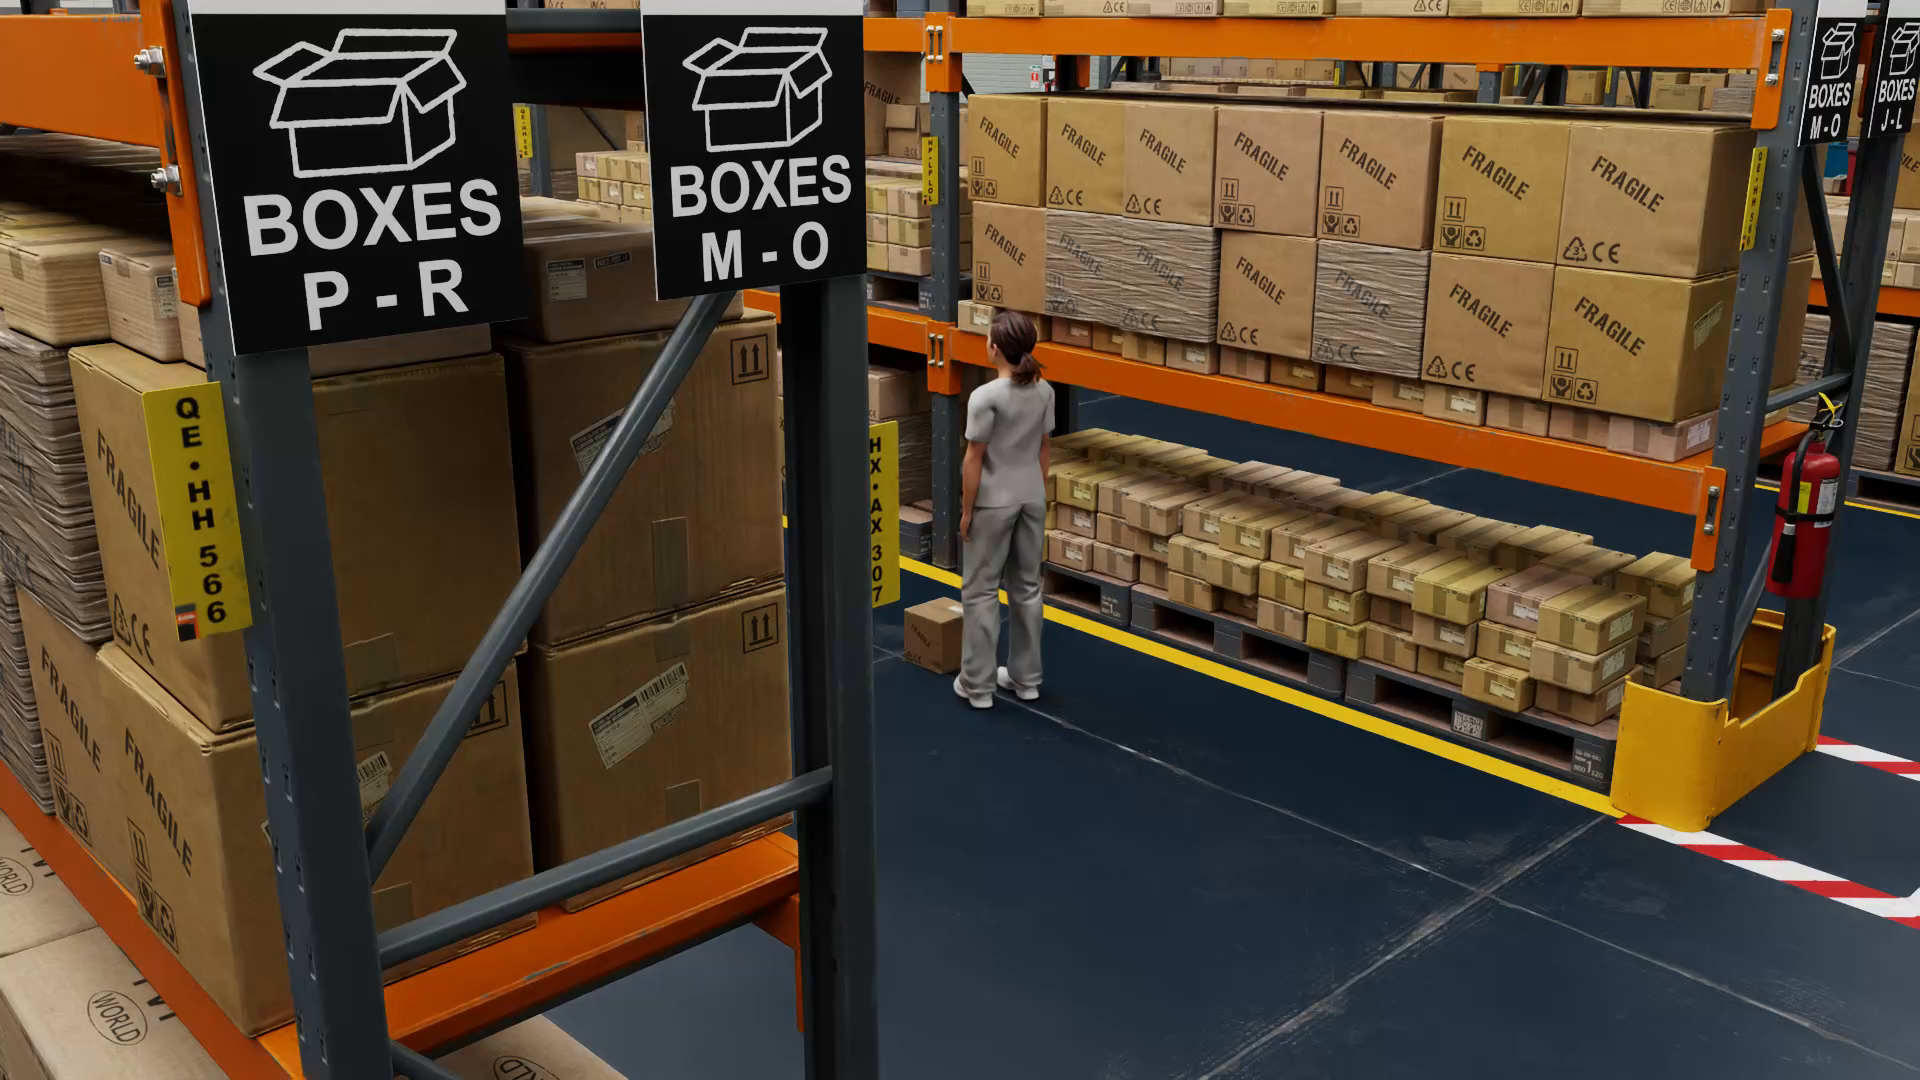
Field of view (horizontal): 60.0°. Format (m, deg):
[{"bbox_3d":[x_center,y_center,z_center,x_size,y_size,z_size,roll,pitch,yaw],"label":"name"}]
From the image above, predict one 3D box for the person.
[{"bbox_3d":[0.186,-0.129,6.961,0.438,1.671,0.385,-11,21,-32],"label":"person"}]
